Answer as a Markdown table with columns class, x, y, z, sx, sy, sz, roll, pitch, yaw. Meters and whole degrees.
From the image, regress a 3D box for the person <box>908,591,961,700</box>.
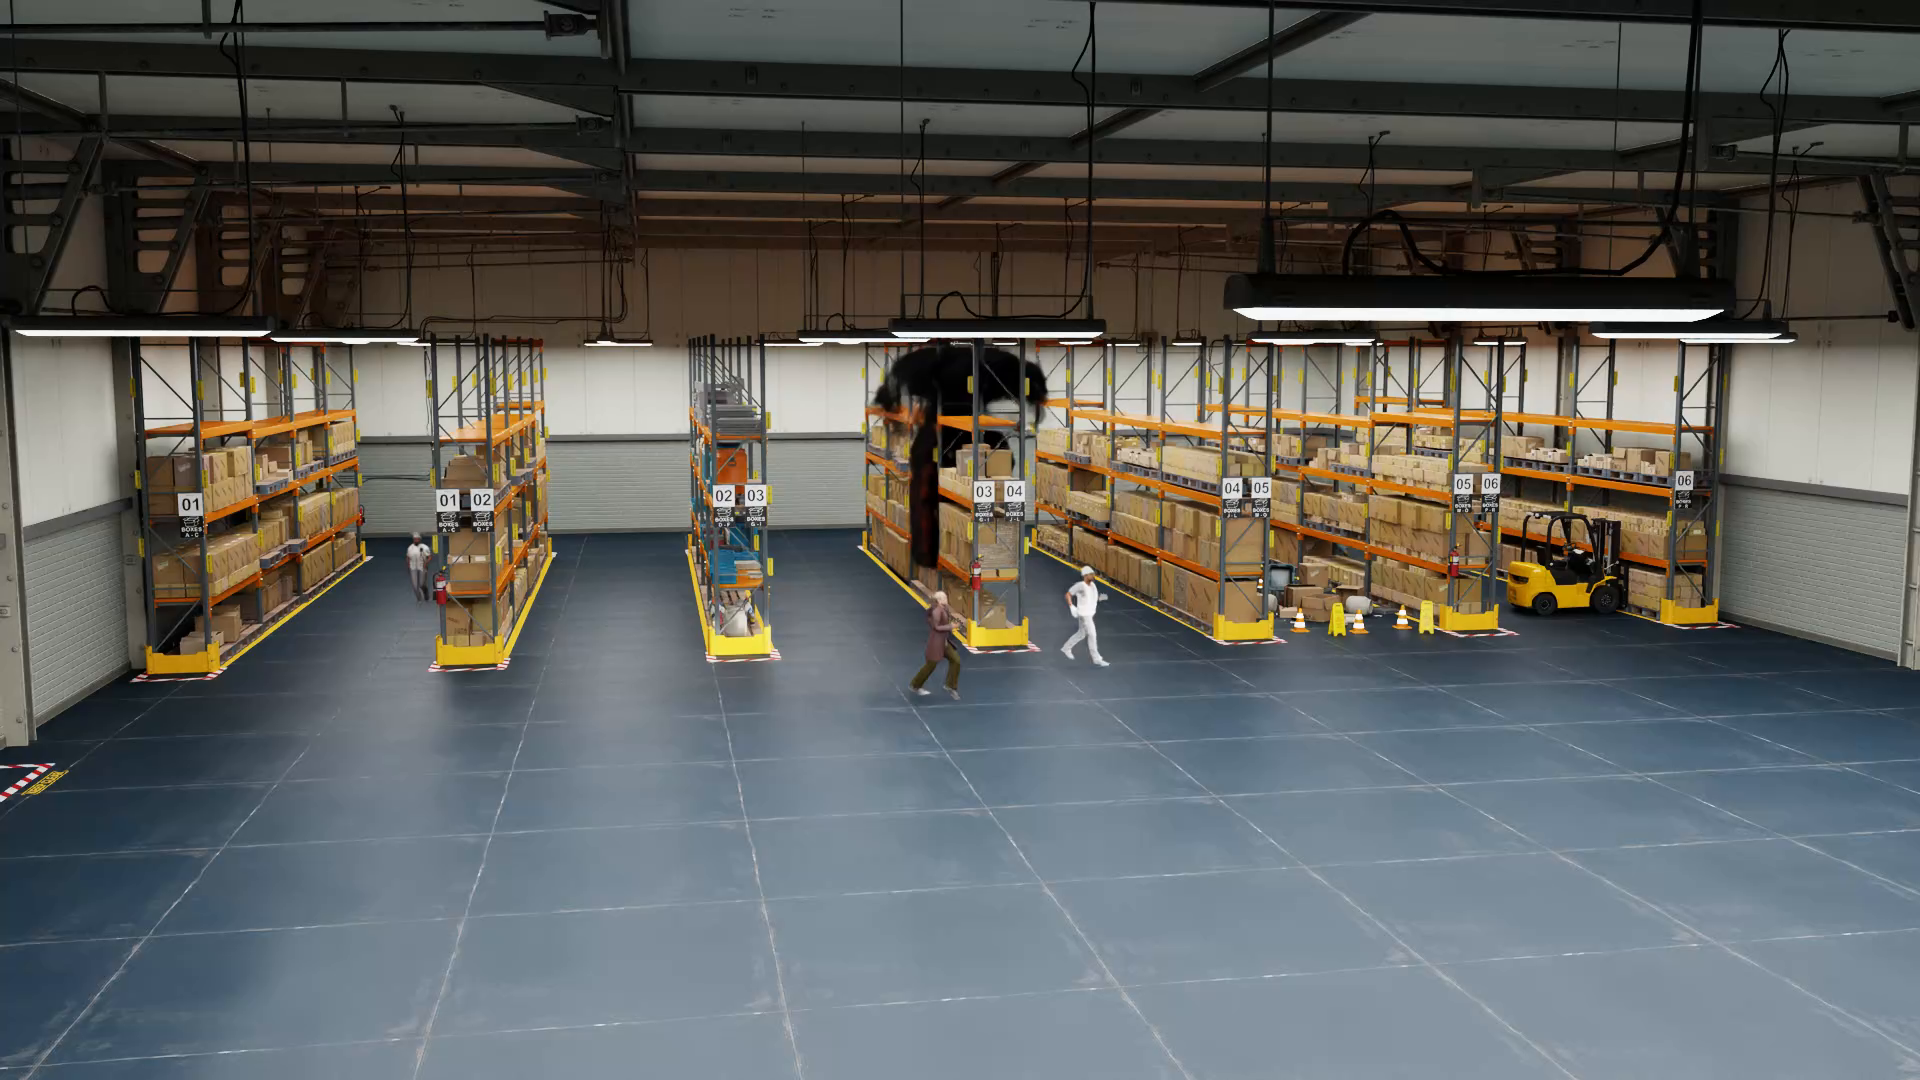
| class | x | y | z | sx | sy | sz | roll | pitch | yaw |
| --- | --- | --- | --- | --- | --- | --- | --- | --- | --- |
| person | -0.425 | 1.751 | 27.198 | 0.903 | 1.840 | 0.679 | 2 | 7 | 15 |

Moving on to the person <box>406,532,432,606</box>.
| class | x | y | z | sx | sy | sz | roll | pitch | yaw |
| --- | --- | --- | --- | --- | --- | --- | --- | --- | --- |
| person | -12.125 | 0.640 | 37.227 | 0.555 | 1.654 | 0.550 | -1 | 7 | -4 |

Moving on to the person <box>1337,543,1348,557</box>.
| class | x | y | z | sx | sy | sz | roll | pitch | yaw |
| --- | --- | --- | --- | --- | --- | --- | --- | --- | --- |
| person | 10.229 | -0.238 | 44.493 | 0.690 | 1.769 | 0.927 | -1 | 7 | -13 |

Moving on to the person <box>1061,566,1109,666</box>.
| class | x | y | z | sx | sy | sz | roll | pitch | yaw |
| --- | --- | --- | --- | --- | --- | --- | --- | --- | --- |
| person | 2.264 | 1.355 | 30.123 | 0.992 | 1.782 | 0.679 | 3 | 7 | 27 |
